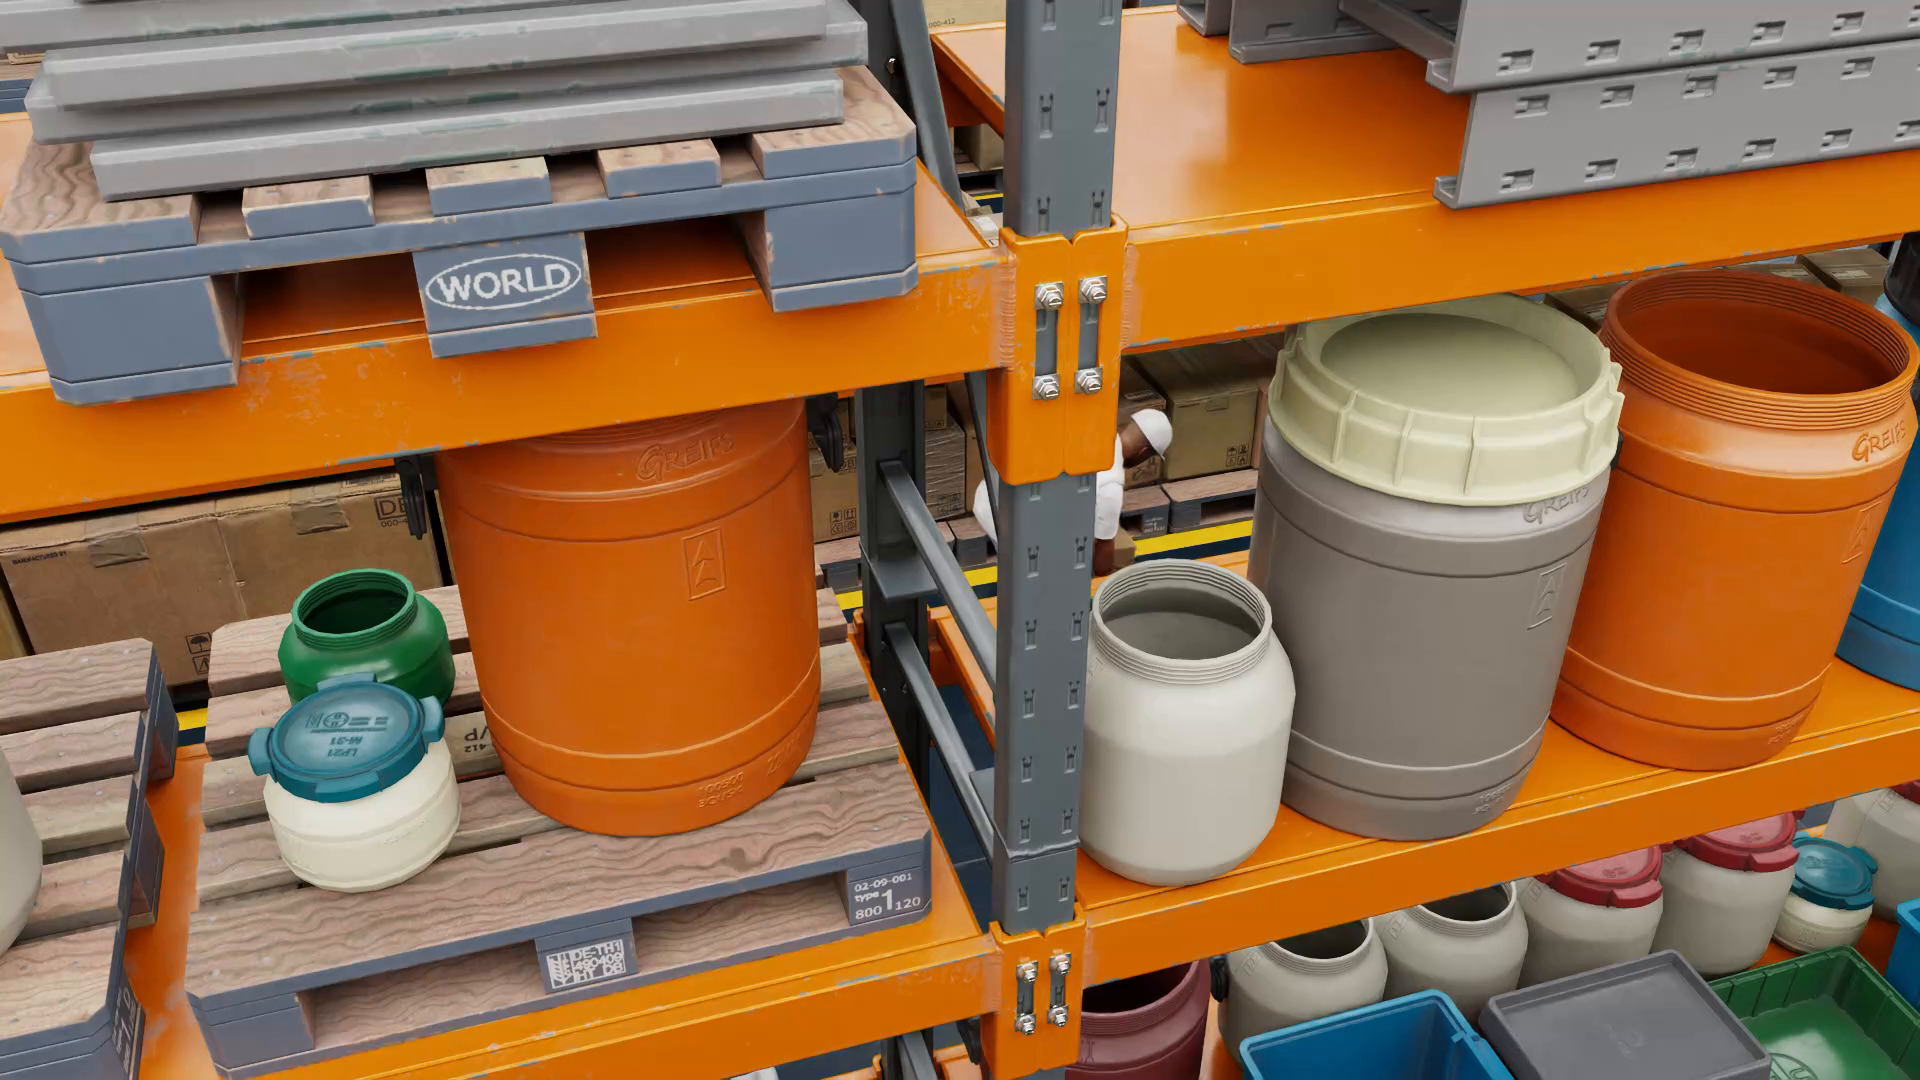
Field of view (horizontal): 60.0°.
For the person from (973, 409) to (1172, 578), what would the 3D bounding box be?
[{"bbox_3d":[0.529,0.015,7.819,0.940,1.295,0.474,-11,35,-16],"label":"person"}]
